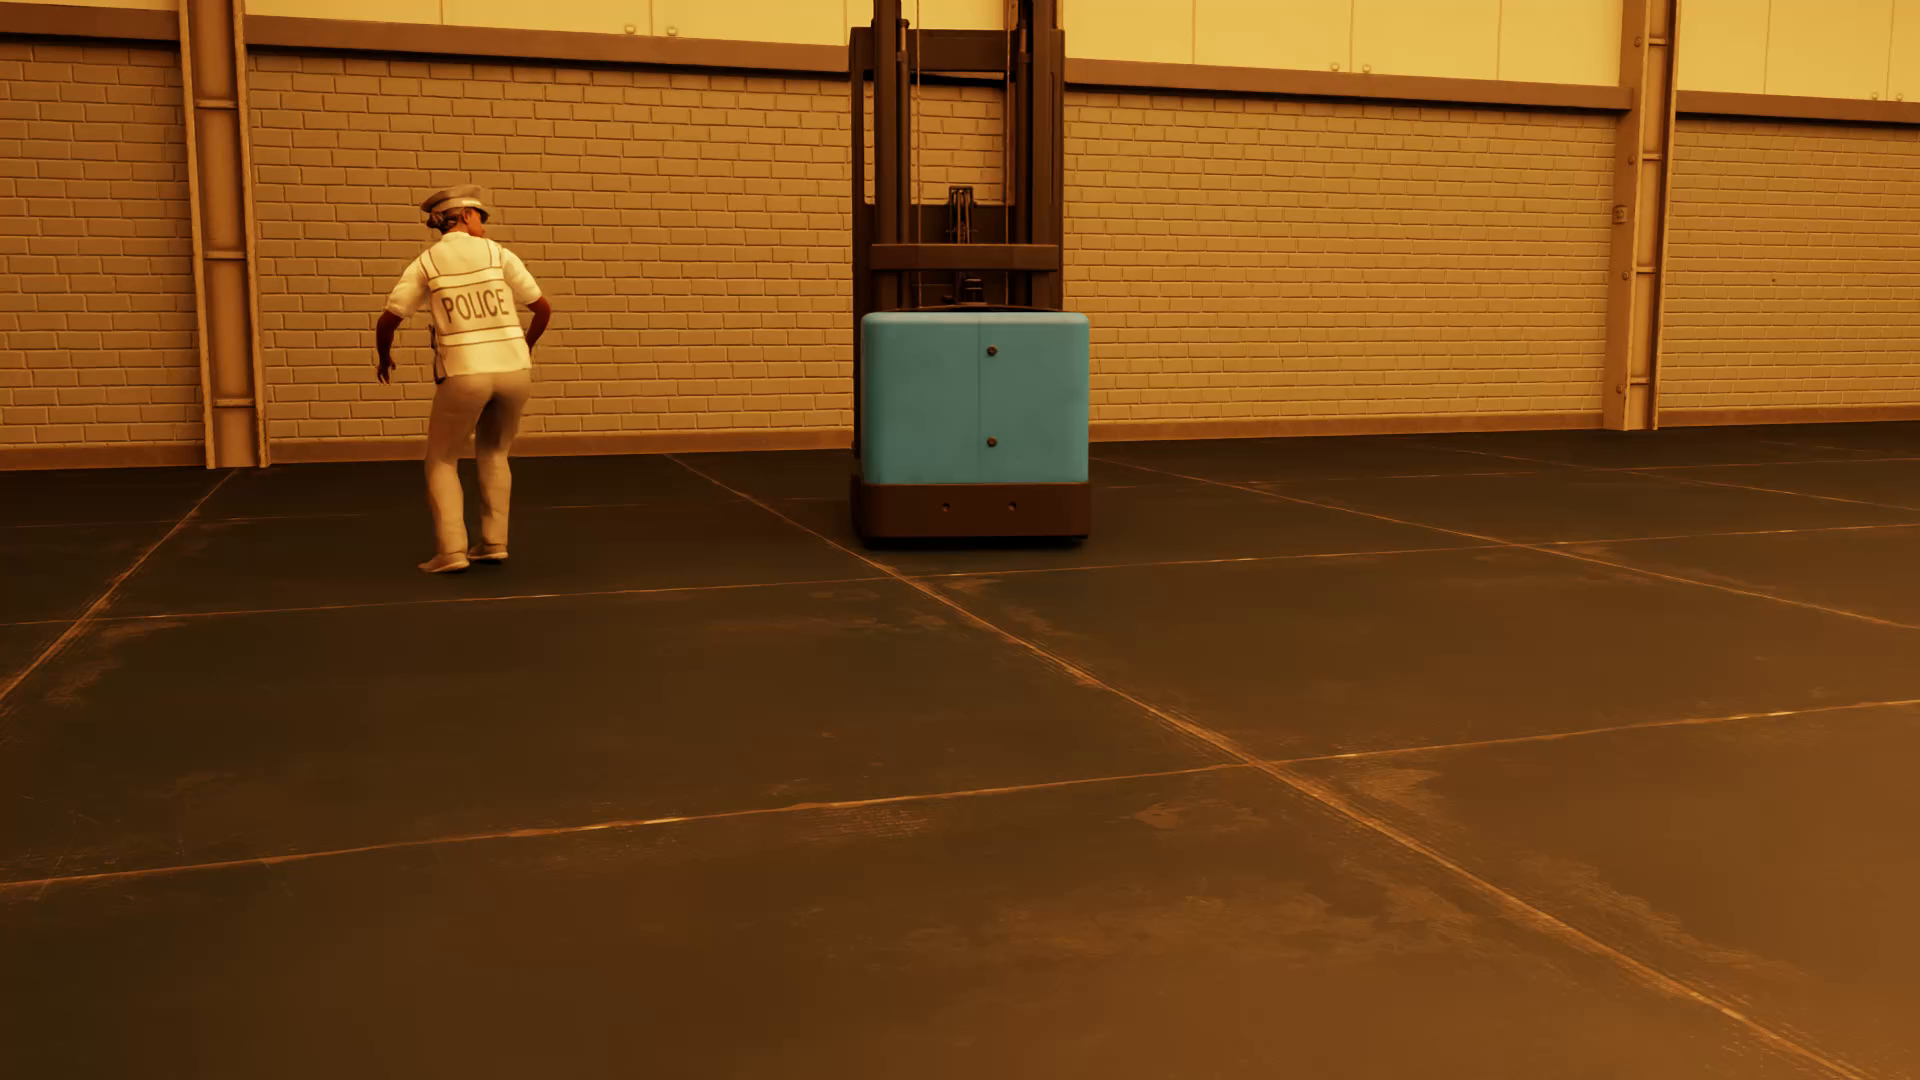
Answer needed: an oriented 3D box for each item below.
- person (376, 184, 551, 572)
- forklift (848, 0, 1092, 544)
[{"bbox_3d":[-2.104,-0.672,7.054,0.692,1.634,0.610,-5,9,-32],"label":"person"},{"bbox_3d":[-0.032,-1.600,8.809,1.130,2.935,3.031,-1,8,-4],"label":"forklift"}]
